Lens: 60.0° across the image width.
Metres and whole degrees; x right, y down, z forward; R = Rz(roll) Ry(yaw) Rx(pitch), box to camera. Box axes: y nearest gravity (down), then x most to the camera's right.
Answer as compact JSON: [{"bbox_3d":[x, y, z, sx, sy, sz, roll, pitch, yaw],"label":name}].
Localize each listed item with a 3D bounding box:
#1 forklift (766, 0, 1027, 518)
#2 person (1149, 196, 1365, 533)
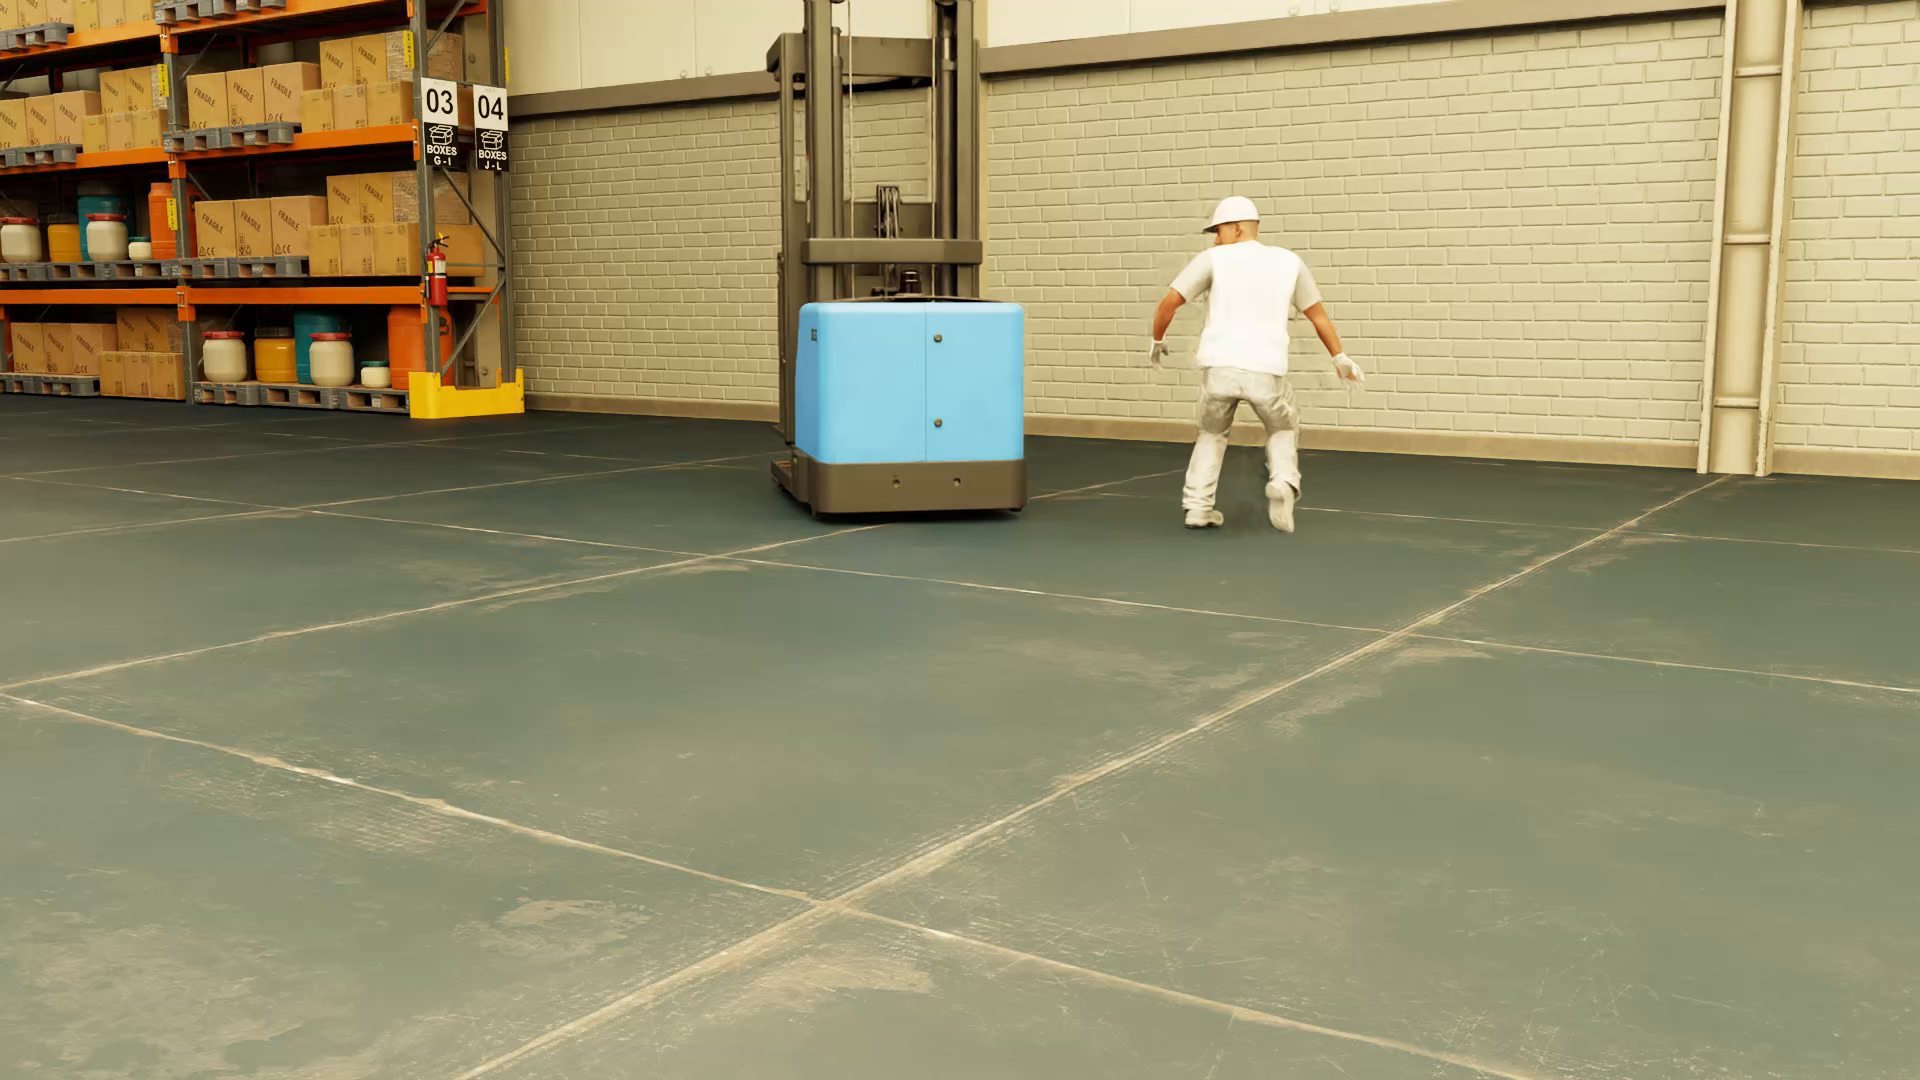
[{"bbox_3d":[-0.487,-1.730,9.361,1.130,2.935,3.031,-2,8,-12],"label":"forklift"},{"bbox_3d":[1.413,-0.827,7.958,1.015,1.625,0.541,1,8,7],"label":"person"}]
